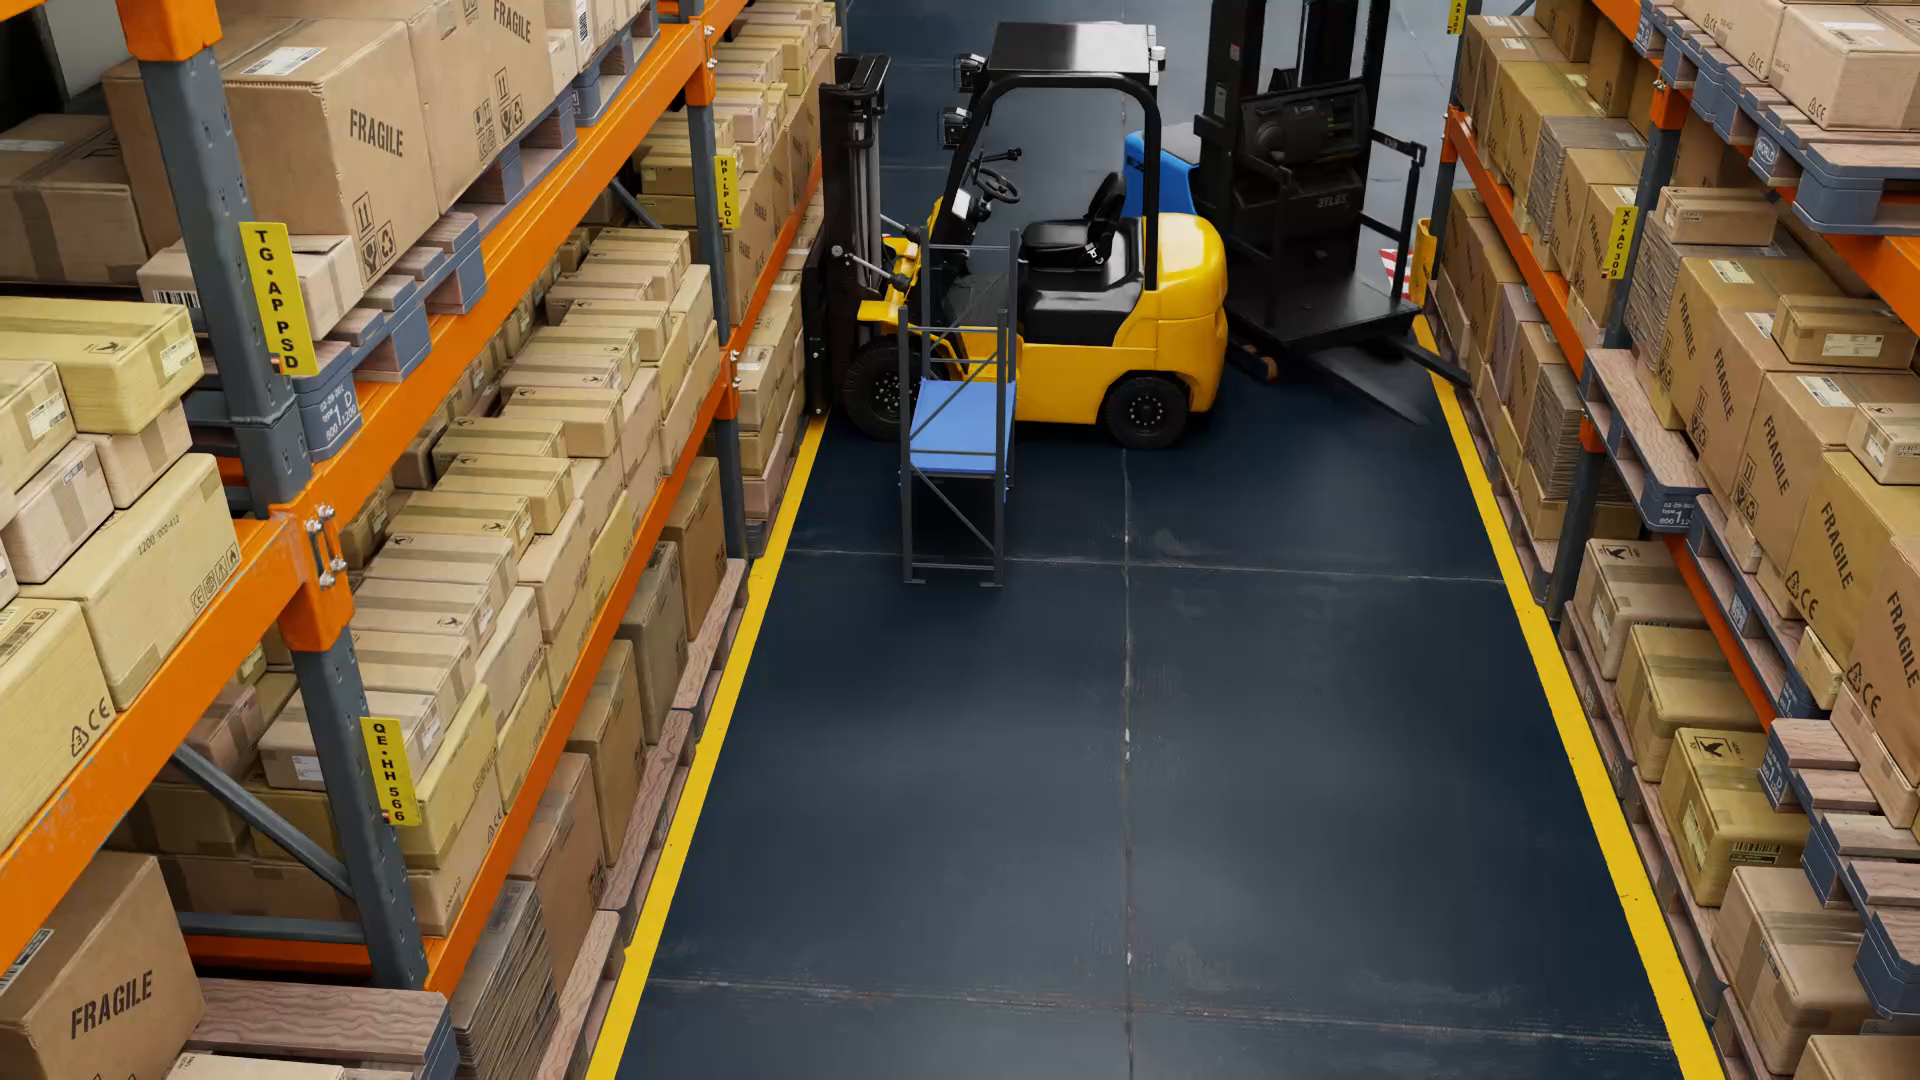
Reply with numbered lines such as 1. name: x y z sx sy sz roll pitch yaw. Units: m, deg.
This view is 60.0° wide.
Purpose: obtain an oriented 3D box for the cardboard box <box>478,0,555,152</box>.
1. cardboard box: -1.515 -1.446 4.787 0.500 0.500 0.500 3 32 5

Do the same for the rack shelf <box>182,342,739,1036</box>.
1. rack shelf: -1.737 0.256 6.161 1.077 0.370 4.000 2 32 4

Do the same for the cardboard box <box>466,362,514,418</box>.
1. cardboard box: -1.975 -0.460 6.304 0.500 0.250 0.500 2 32 3

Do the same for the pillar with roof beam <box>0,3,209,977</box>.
1. pillar with roof beam: 1.599 -2.095 3.572 9.100 9.000 0.400 2 32 4

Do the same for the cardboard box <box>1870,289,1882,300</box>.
1. cardboard box: 3.518 -0.898 5.951 0.380 0.149 0.250 2 32 3

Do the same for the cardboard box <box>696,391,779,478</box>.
1. cardboard box: -1.227 -0.557 8.538 0.500 0.250 0.500 2 32 4

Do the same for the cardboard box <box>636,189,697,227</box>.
1. cardboard box: -1.286 -1.570 7.725 0.380 0.149 0.250 2 32 3

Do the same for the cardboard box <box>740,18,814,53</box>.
1. cardboard box: -1.056 -2.900 9.600 0.380 0.149 0.250 3 32 5

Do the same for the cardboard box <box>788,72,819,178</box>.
1. cardboard box: -1.119 -2.423 9.727 0.500 0.500 0.500 2 32 3

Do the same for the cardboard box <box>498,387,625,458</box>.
1. cardboard box: -1.399 -0.415 5.851 0.380 0.149 0.250 2 32 3

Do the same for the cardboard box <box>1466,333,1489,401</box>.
1. cardboard box: 3.277 -1.023 9.772 0.500 0.250 0.500 5 32 7

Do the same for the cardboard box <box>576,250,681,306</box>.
1. cardboard box: -1.383 -1.091 6.947 0.380 0.149 0.250 2 32 3

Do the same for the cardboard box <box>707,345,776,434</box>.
1. cardboard box: -1.222 -0.769 8.407 0.500 0.250 0.500 2 32 3

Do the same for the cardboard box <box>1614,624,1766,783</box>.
1. cardboard box: 3.278 0.704 6.852 0.950 0.372 0.625 4 32 7

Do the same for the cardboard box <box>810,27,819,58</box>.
1. cardboard box: -1.070 -3.045 10.118 0.380 0.149 0.250 3 32 5

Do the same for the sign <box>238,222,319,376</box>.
1. sign: -1.359 -0.477 3.313 0.100 0.325 0.005 2 32 4

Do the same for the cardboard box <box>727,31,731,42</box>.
1. cardboard box: -1.518 -3.076 10.168 0.380 0.149 0.250 2 32 3

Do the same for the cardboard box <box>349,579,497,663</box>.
1. cardboard box: -1.564 0.248 4.775 0.380 0.149 0.250 3 32 5

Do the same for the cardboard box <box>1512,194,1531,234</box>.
1. cardboard box: 3.211 -1.760 8.986 0.380 0.149 0.250 3 32 4

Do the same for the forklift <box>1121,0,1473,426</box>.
1. forklift: 2.209 -2.488 9.994 1.130 2.935 3.031 -15 35 -23

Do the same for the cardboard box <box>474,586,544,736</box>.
1. cardboard box: -1.578 0.363 4.968 0.500 0.250 0.500 3 32 6

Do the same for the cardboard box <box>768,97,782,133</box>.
1. cardboard box: -1.153 -2.238 8.809 0.380 0.149 0.250 1 32 2

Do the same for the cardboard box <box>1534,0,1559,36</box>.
1. cardboard box: 3.875 -3.296 9.907 0.700 0.500 0.500 2 32 3

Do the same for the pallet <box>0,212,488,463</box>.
1. pallet: -1.933 -0.560 4.120 1.213 0.211 1.003 4 32 6

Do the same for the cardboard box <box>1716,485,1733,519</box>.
1. cardboard box: 2.953 -0.139 5.955 0.380 0.149 0.250 3 32 4

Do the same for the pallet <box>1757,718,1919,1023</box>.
1. pallet: 3.000 0.910 4.597 1.213 0.211 1.003 2 32 4

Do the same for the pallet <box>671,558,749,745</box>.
1. pallet: -1.595 0.478 7.773 1.003 0.211 1.213 2 32 4

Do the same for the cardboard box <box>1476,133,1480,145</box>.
1. cardboard box: 3.357 -2.434 10.080 0.380 0.149 0.250 1 32 2

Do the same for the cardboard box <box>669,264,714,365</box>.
1. cardboard box: -1.359 -0.977 7.143 0.500 0.250 0.500 2 32 3

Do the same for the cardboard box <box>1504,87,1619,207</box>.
1. cardboard box: 3.272 -2.107 8.931 0.500 0.500 0.500 2 32 3

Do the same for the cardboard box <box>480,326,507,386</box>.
1. cardboard box: -1.957 -0.708 6.326 0.380 0.149 0.250 2 32 4

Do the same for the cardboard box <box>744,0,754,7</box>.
1. cardboard box: -1.488 -3.466 10.519 0.380 0.149 0.250 2 32 3

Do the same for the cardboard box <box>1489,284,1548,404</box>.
1. cardboard box: 3.234 -1.067 9.128 0.500 0.500 0.500 4 32 7

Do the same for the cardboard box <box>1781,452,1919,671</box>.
1. cardboard box: 2.879 0.073 4.993 0.500 0.500 0.500 0 32 1

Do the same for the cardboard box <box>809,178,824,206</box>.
1. cardboard box: -1.010 -2.100 10.566 0.500 0.250 0.500 3 32 5

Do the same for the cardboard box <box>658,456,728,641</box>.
1. cardboard box: -1.605 0.010 7.739 0.875 0.625 0.625 4 32 6

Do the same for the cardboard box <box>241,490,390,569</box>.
1. cardboard box: -2.034 -0.041 5.244 0.380 0.149 0.250 2 32 4

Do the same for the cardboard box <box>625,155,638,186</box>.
1. cardboard box: -1.788 -1.864 8.202 0.380 0.149 0.250 3 32 5

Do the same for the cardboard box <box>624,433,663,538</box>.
1. cardboard box: -1.460 -0.236 6.417 0.500 0.250 0.500 3 32 4

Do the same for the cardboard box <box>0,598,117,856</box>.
1. cardboard box: -1.739 0.324 2.649 0.500 0.250 0.500 3 32 4

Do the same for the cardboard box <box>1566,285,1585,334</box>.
1. cardboard box: 3.110 -1.091 7.900 0.380 0.149 0.250 3 32 5

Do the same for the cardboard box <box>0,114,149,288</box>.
1. cardboard box: -2.096 -0.829 4.024 0.500 0.250 0.500 2 32 4

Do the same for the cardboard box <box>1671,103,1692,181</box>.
1. cardboard box: 3.689 -1.968 7.752 0.700 0.500 0.500 3 32 4

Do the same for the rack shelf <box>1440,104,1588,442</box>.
1. rack shelf: 3.537 -1.625 9.214 1.077 0.370 4.000 2 32 4

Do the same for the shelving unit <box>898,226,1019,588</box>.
1. shelving unit: 0.007 -0.683 8.429 0.538 1.500 1.048 2 32 4

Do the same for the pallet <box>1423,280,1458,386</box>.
1. pallet: 3.592 -1.327 10.703 1.003 0.211 1.213 2 32 4

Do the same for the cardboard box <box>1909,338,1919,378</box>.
1. cardboard box: 3.478 -0.454 5.848 0.500 0.500 0.500 4 32 6

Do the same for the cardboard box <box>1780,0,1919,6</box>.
1. cardboard box: 2.896 -1.941 5.448 0.500 0.250 0.500 2 32 3

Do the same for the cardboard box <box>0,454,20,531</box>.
1. cardboard box: -1.730 -0.047 2.588 0.380 0.149 0.250 1 32 2

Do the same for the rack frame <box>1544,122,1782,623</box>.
1. rack frame: 3.374 -0.886 7.328 1.000 3.000 0.127 2 32 4

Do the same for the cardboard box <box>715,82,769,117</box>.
1. cardboard box: -1.192 -2.237 8.523 0.380 0.149 0.250 2 32 3

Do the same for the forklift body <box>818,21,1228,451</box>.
1. forklift body: 0.416 -1.757 9.551 2.313 2.155 1.214 2 32 4

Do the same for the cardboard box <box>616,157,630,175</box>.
1. cardboard box: -1.787 -1.851 7.897 0.380 0.149 0.250 2 32 3

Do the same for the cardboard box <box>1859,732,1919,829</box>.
1. cardboard box: 2.766 0.676 4.634 0.380 0.149 0.250 2 32 4
